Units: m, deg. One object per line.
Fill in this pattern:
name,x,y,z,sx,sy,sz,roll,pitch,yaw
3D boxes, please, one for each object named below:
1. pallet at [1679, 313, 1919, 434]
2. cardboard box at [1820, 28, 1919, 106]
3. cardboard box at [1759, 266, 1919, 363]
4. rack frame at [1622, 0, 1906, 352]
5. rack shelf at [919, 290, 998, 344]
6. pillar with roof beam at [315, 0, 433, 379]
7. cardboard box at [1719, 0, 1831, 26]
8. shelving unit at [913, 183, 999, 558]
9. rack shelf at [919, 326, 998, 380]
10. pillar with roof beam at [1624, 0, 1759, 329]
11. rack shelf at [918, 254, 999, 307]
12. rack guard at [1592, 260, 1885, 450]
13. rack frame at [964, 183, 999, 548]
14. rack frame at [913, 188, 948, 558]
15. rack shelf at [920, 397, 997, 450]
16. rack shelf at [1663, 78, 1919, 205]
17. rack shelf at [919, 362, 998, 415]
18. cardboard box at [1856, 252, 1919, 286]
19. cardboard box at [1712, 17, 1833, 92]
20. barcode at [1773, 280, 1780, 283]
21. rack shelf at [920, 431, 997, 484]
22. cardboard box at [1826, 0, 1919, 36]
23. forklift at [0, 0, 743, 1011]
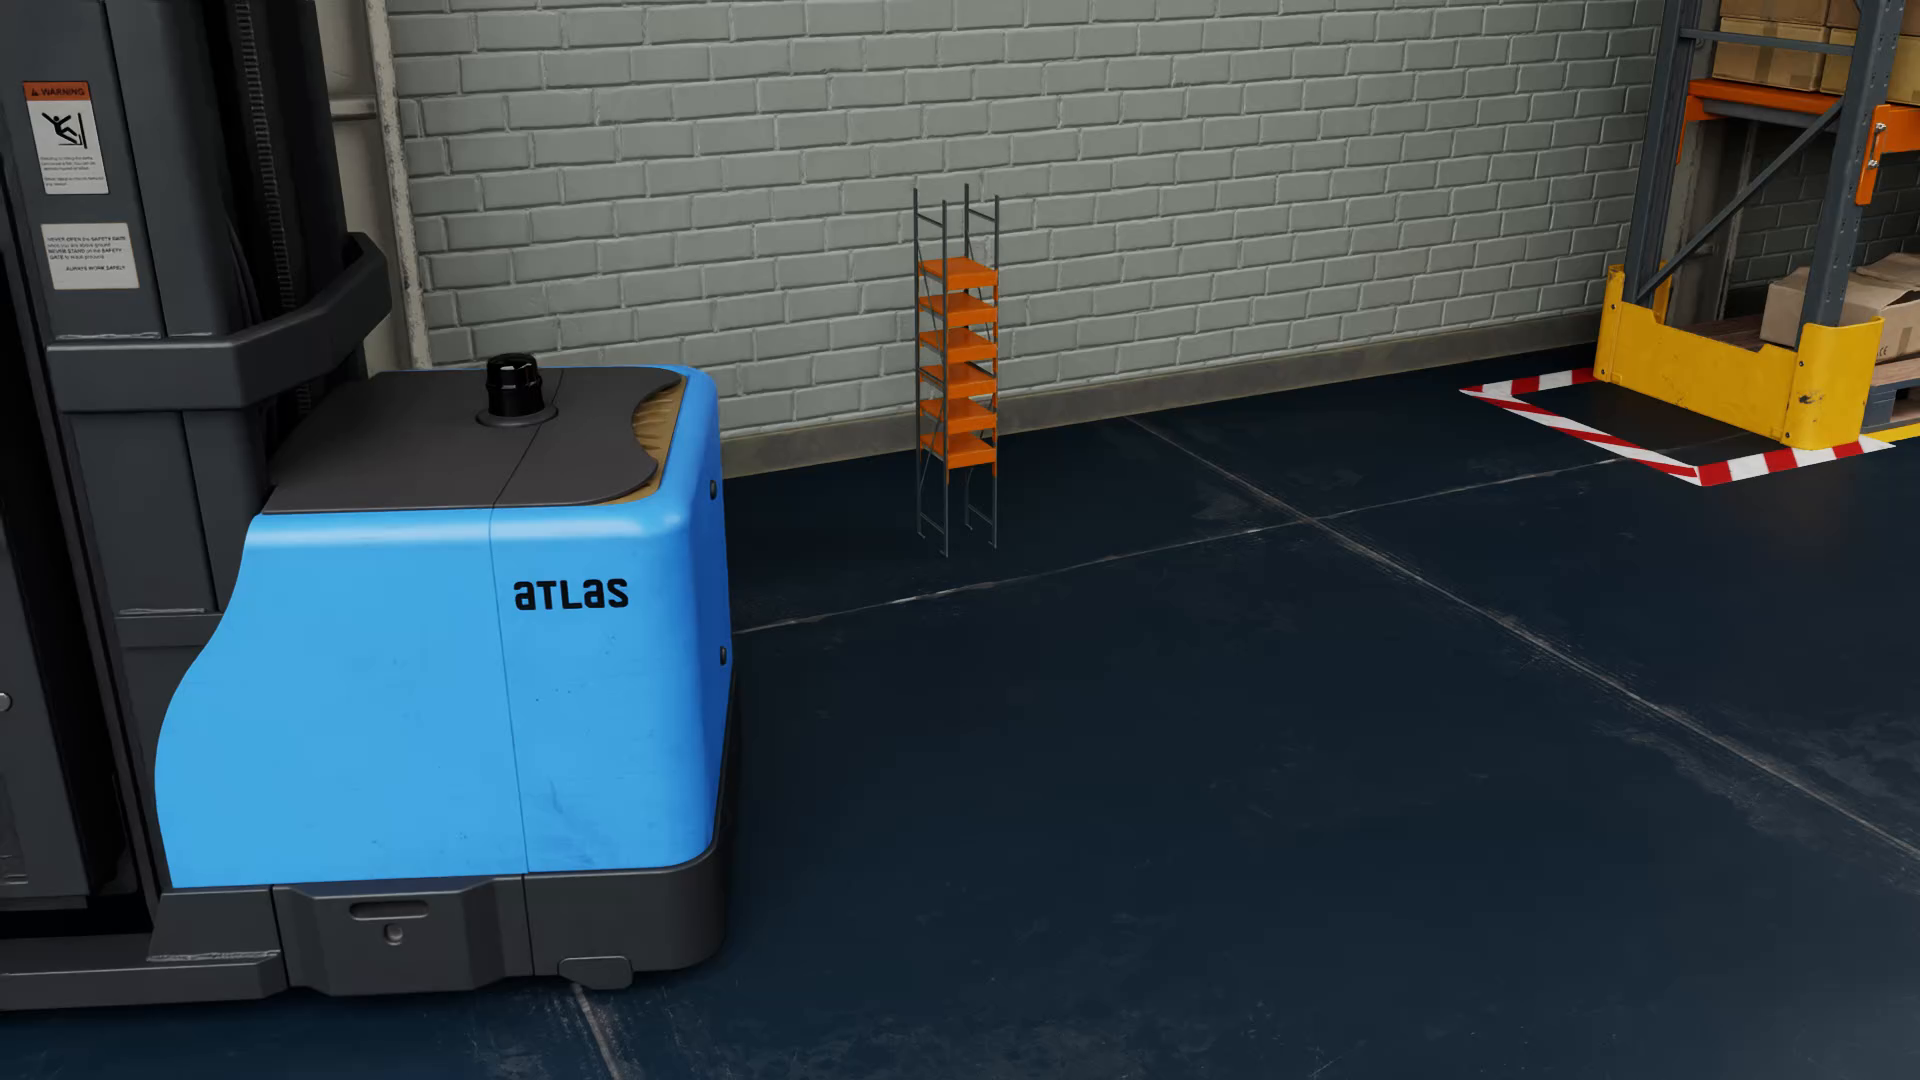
pallet,4.004,-0.798,7.401,1.213,0.211,1.003,-10,25,-24
cardboard box,3.765,-1.863,6.498,0.500,0.250,0.500,-11,25,-25
cardboard box,3.851,-0.996,7.174,0.500,0.311,0.500,-14,26,-30
rack frame,3.188,-1.951,6.541,0.127,3.000,1.000,-10,25,-24
rack shelf,-0.013,-0.733,5.440,0.180,0.103,0.258,-10,25,-24
pillar with roof beam,-0.096,-2.658,0.406,0.400,9.000,9.100,-10,25,-24
cardboard box,3.521,-2.389,6.789,0.500,0.500,0.500,-11,25,-24
shelving unit,-0.013,-0.552,5.515,0.189,1.200,0.258,-10,25,-24
rack shelf,-0.013,-0.622,5.486,0.180,0.103,0.258,-10,25,-24
pillar with roof beam,5.311,-3.654,2.811,0.400,9.000,9.100,-10,25,-24
rack shelf,-0.013,-0.844,5.394,0.180,0.103,0.258,-10,25,-24
rack guard,3.257,-0.809,7.050,0.348,0.500,1.175,-10,25,-24
rack frame,0.069,-0.567,5.551,0.006,1.200,0.240,-10,25,-24
rack frame,-0.095,-0.537,5.478,0.006,1.200,0.240,-10,25,-24
rack shelf,-0.013,-0.400,5.578,0.180,0.103,0.258,-10,25,-24
rack shelf,4.990,-1.950,7.481,4.000,0.370,1.077,-10,25,-24
rack shelf,-0.013,-0.511,5.532,0.180,0.103,0.258,-10,25,-24
cardboard box,4.364,-1.090,7.402,0.500,0.311,0.500,-8,24,-19
cardboard box,3.525,-2.035,6.915,0.500,0.250,0.500,-10,25,-23
barcode,3.693,-1.141,7.512,0.075,0.075,0.001,-10,25,-24
rack shelf,-0.013,-0.289,5.624,0.180,0.103,0.258,-10,25,-24
cardboard box,3.749,-2.213,6.364,0.500,0.500,0.500,-10,25,-24
forklift,-2.042,-0.562,3.276,3.031,2.935,1.130,-2,23,-4
